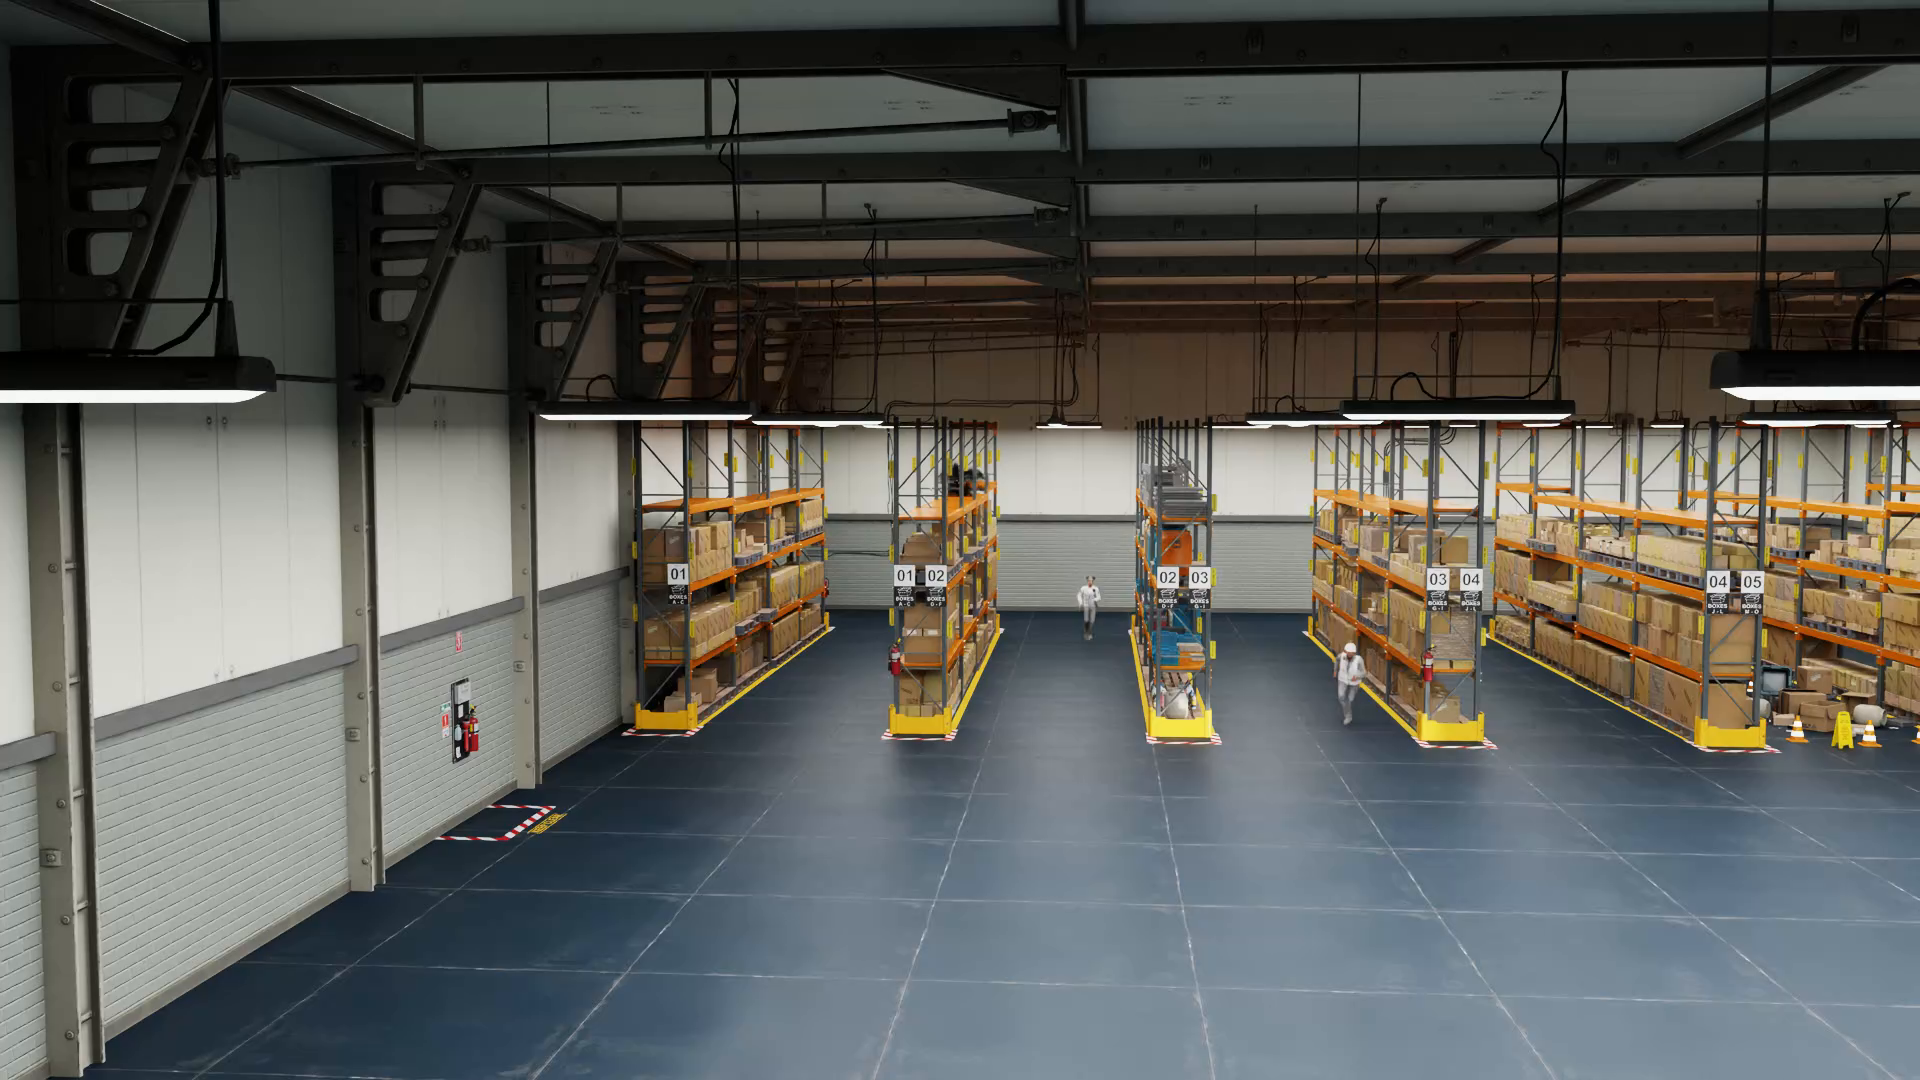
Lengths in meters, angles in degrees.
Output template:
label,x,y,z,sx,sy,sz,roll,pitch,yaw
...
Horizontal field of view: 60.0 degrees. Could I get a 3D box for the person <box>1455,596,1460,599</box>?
label,x,y,z,sx,sy,sz,roll,pitch,yaw
person,13.535,1.900,45.032,0.678,1.770,0.879,1,4,15

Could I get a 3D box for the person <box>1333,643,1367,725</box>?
label,x,y,z,sx,sy,sz,roll,pitch,yaw
person,7.659,2.768,32.649,0.665,1.606,1.077,1,4,17

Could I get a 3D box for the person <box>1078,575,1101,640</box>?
label,x,y,z,sx,sy,sz,roll,pitch,yaw
person,3.382,1.774,43.405,0.585,1.702,0.618,0,4,0

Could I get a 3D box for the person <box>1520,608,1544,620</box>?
label,x,y,z,sx,sy,sz,roll,pitch,yaw
person,16.292,1.739,47.375,0.856,1.832,0.646,-1,4,-11
